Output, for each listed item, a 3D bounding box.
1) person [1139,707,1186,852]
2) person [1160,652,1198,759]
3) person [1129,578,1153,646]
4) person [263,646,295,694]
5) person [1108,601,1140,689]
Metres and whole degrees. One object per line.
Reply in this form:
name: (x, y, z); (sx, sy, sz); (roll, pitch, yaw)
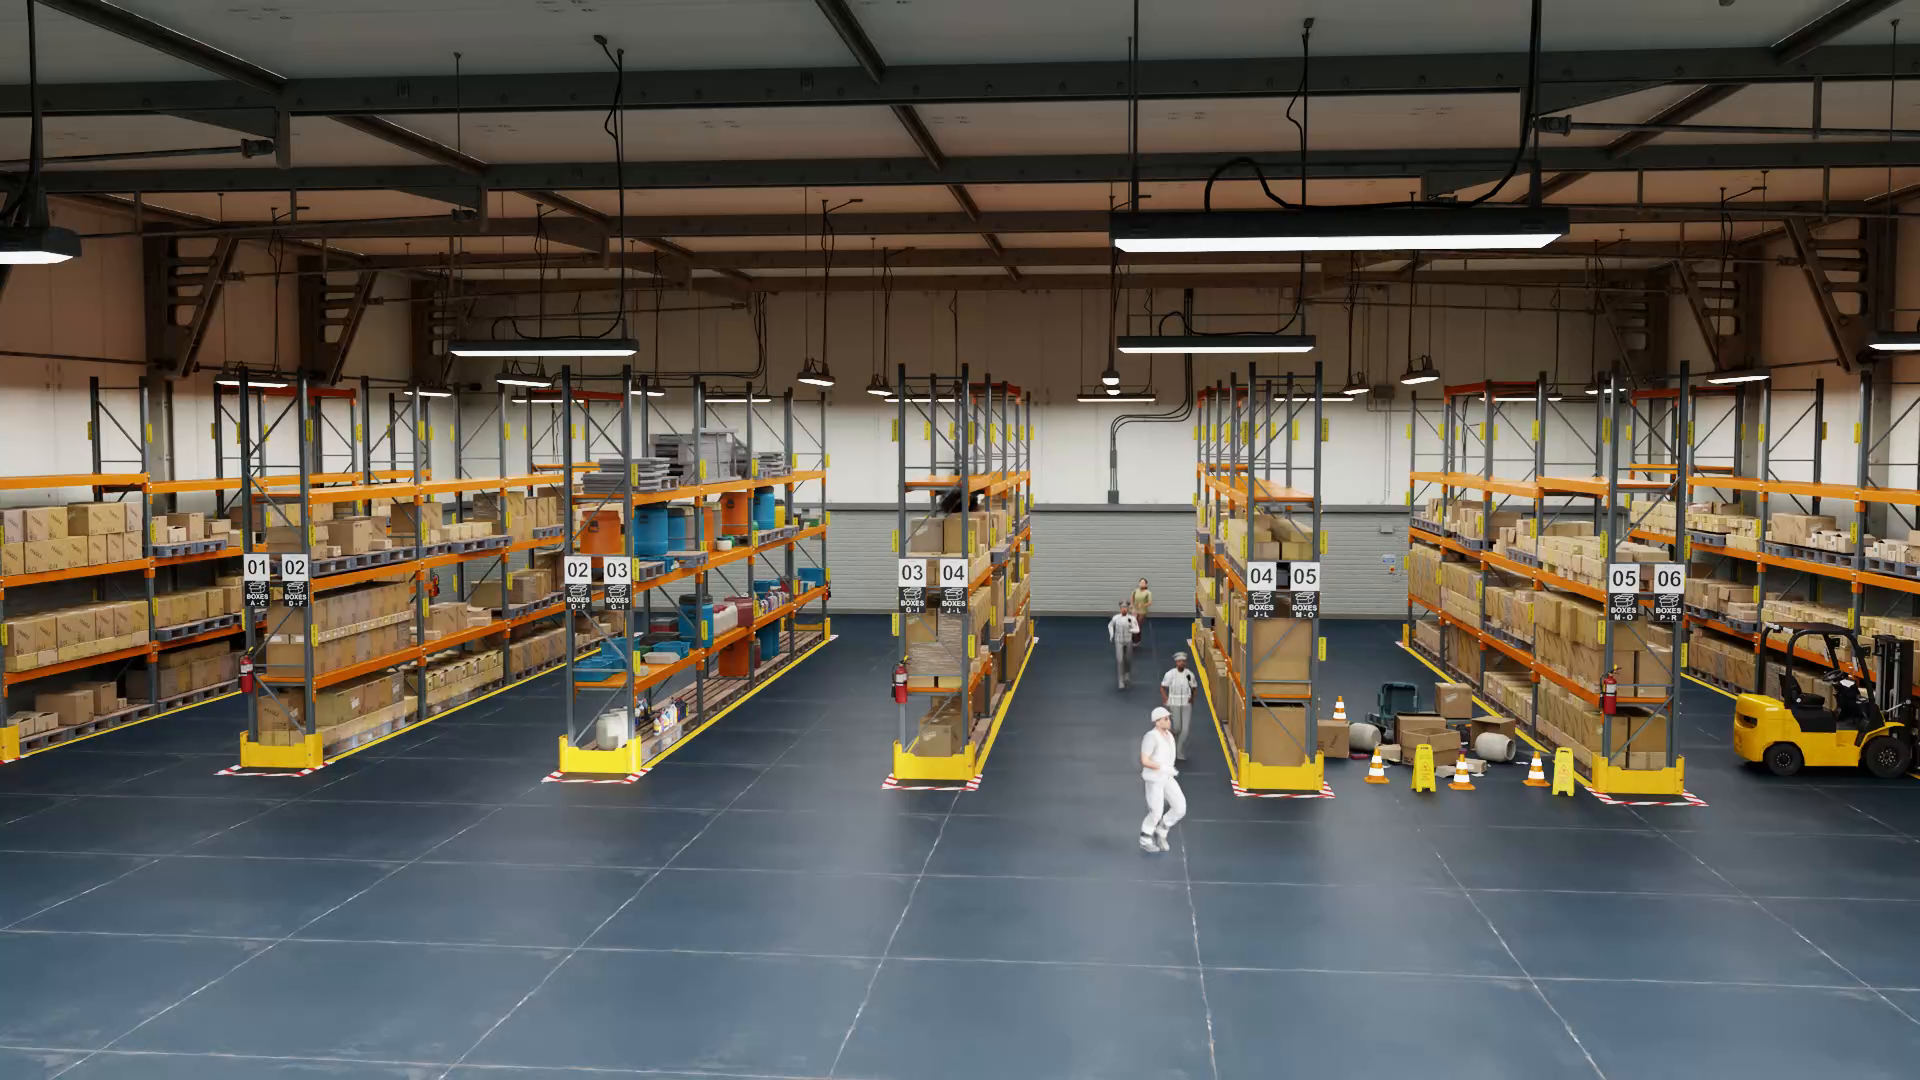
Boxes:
person: (2.397, 2.851, 19.691); (0.635, 1.754, 0.652); (-4, 5, -44)
person: (3.384, 2.543, 25.558); (0.574, 1.653, 0.558); (0, 4, -4)
person: (4.178, 1.697, 38.499); (0.572, 1.648, 0.810); (1, 4, 18)
person: (-11.479, 2.327, 28.305); (0.685, 1.747, 0.831); (0, 4, -3)
person: (3.235, 2.029, 32.796); (0.610, 1.684, 0.937); (0, 4, 4)
